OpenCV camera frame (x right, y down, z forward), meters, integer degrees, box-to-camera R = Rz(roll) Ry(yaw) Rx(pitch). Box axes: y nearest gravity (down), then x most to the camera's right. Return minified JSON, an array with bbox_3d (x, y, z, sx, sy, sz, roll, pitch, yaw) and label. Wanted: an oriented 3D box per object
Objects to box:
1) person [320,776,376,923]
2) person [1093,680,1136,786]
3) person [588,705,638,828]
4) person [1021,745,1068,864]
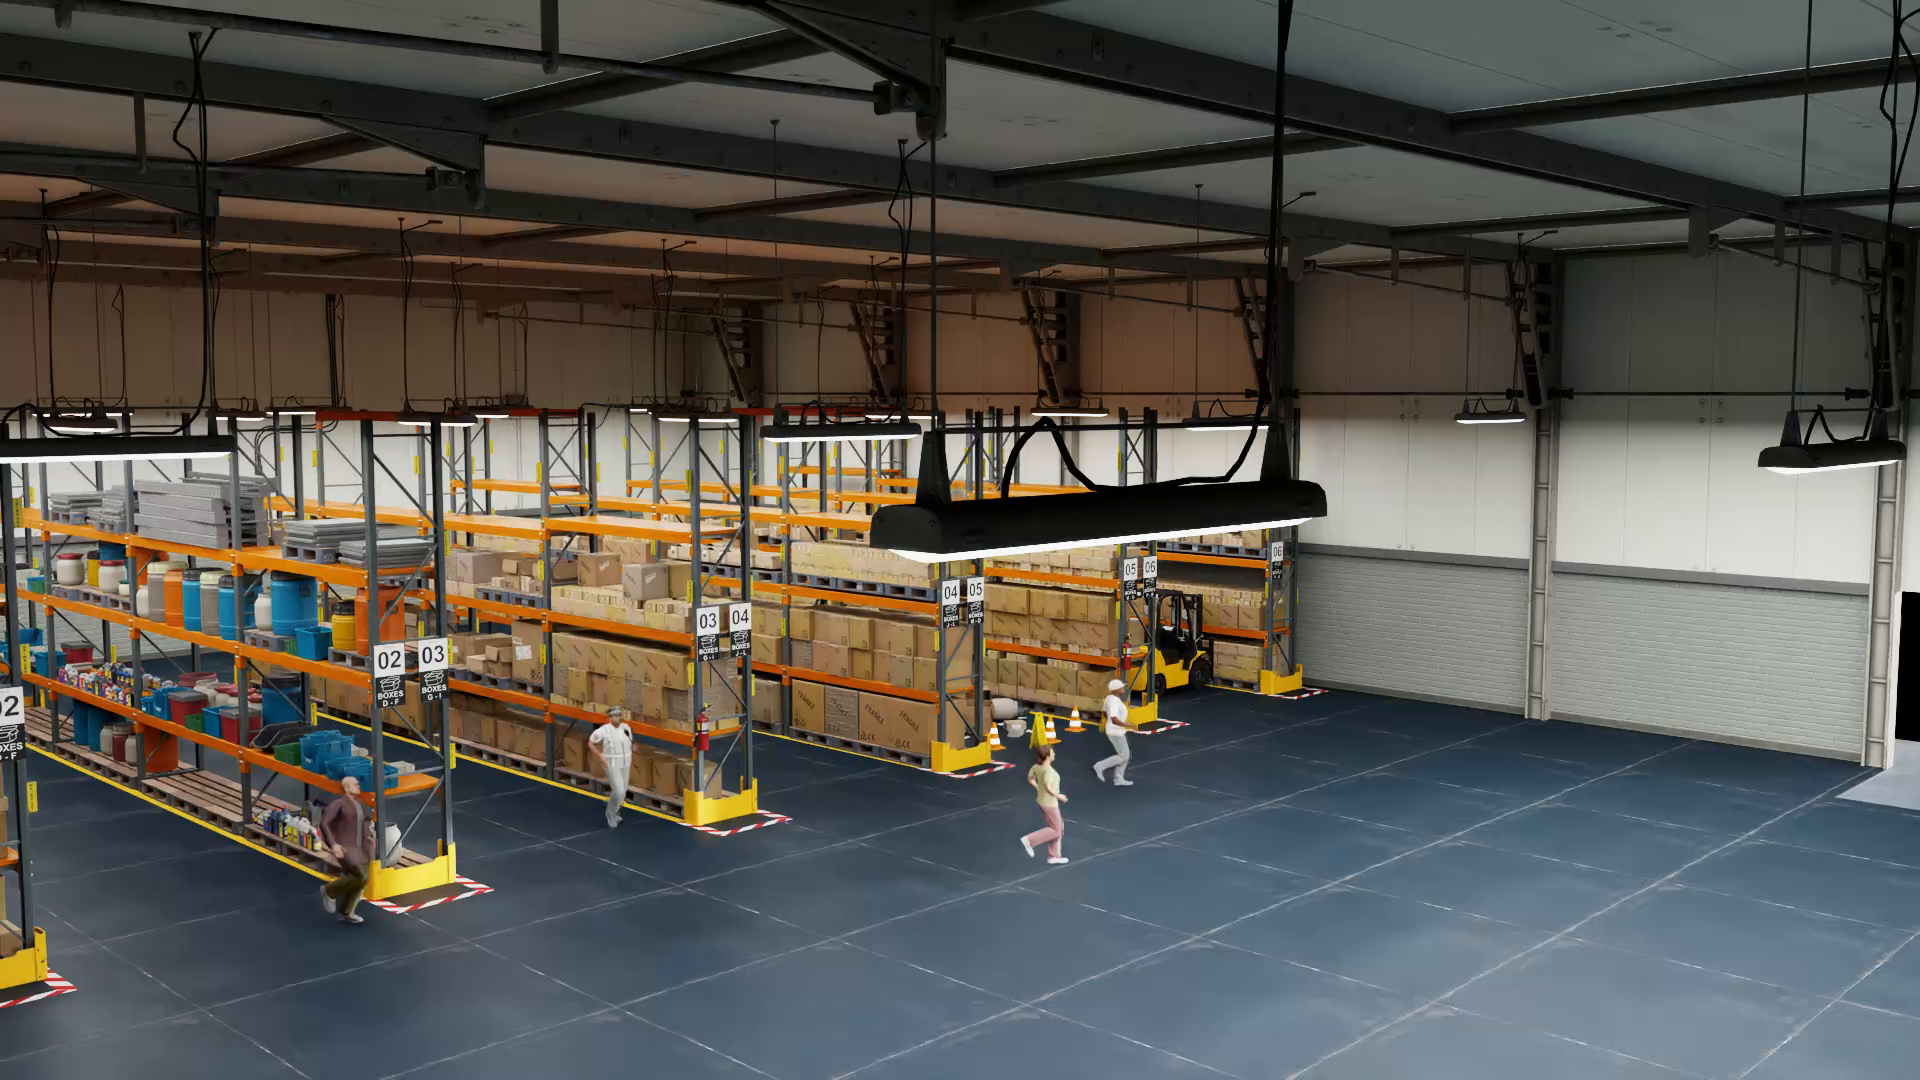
[{"bbox_3d":[-7.343,3.705,20.062,0.579,1.697,0.738,1,5,11],"label":"person"},{"bbox_3d":[2.468,3.100,26.751,0.678,1.727,0.698,0,5,-2],"label":"person"},{"bbox_3d":[-4.992,3.316,24.274,0.680,1.809,0.641,5,7,42],"label":"person"},{"bbox_3d":[1.121,3.551,22.284,0.715,1.639,0.585,-2,5,-21],"label":"person"}]
